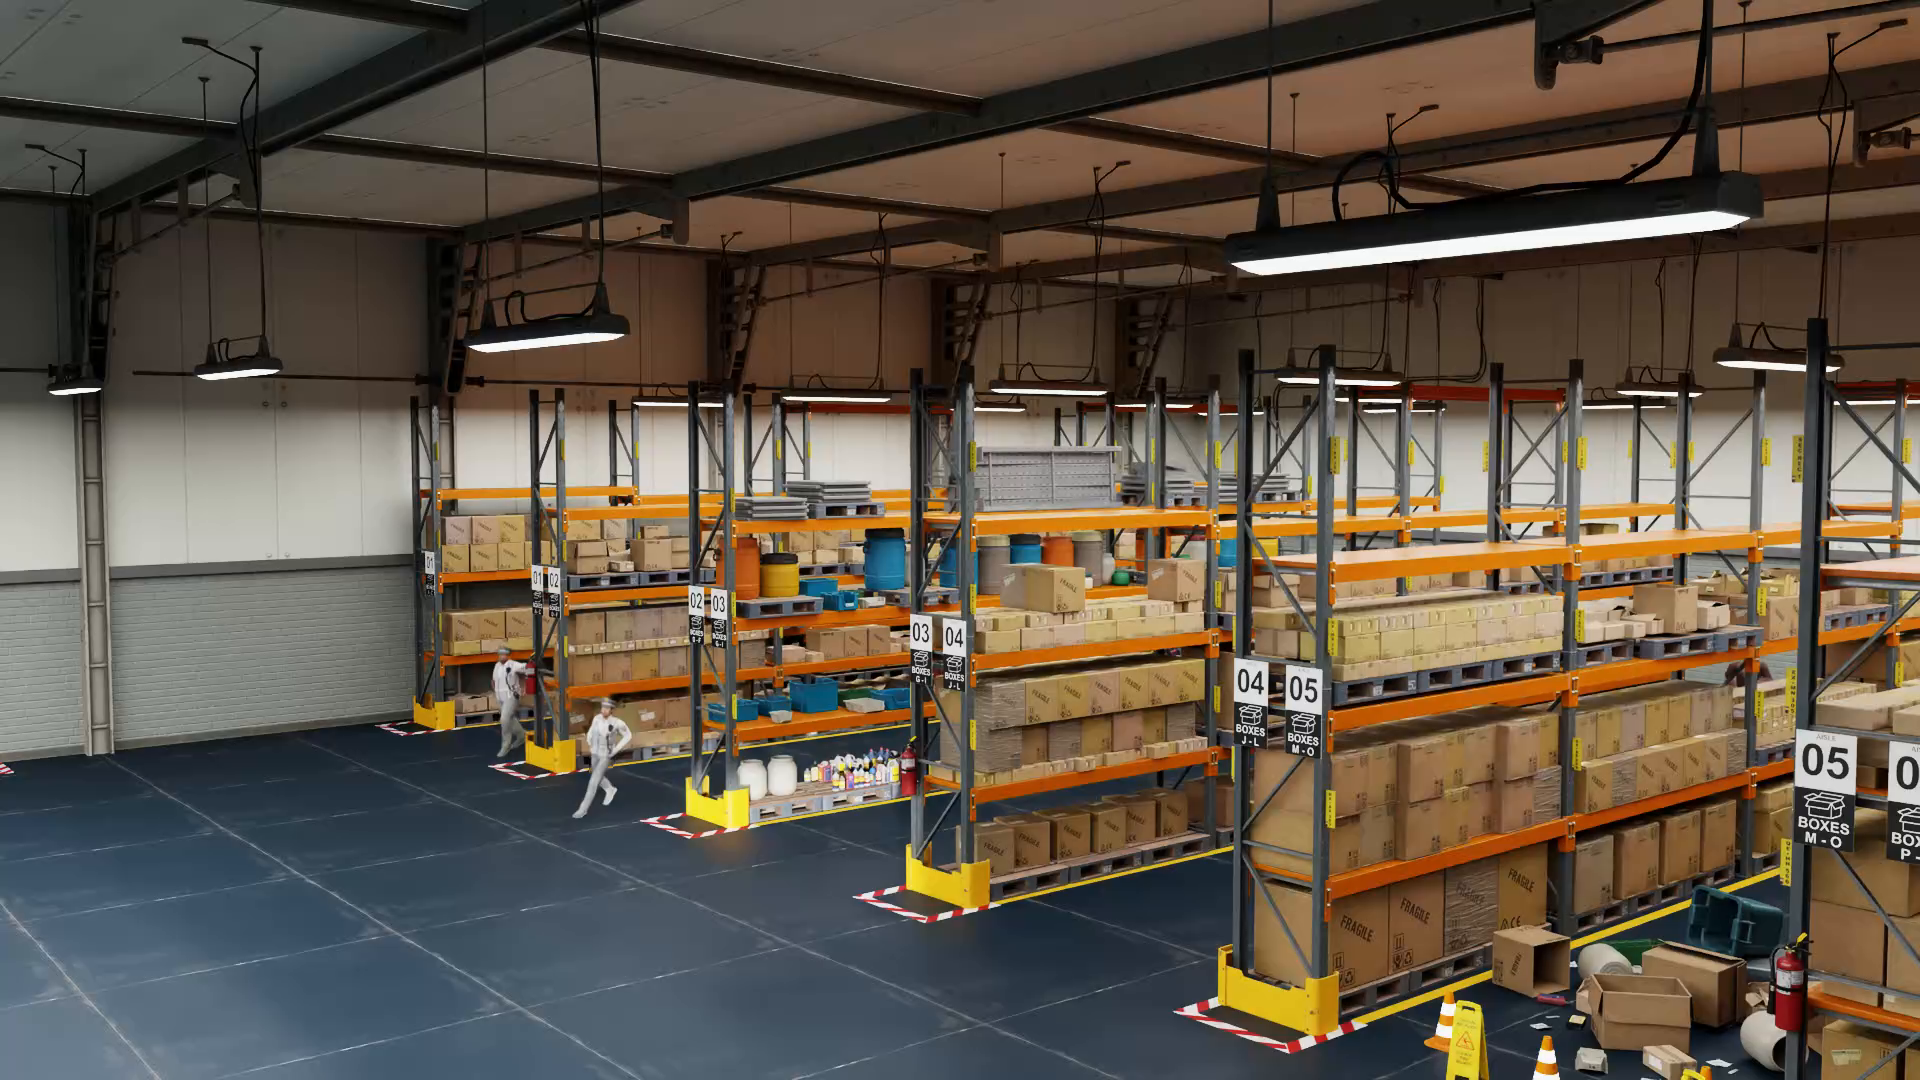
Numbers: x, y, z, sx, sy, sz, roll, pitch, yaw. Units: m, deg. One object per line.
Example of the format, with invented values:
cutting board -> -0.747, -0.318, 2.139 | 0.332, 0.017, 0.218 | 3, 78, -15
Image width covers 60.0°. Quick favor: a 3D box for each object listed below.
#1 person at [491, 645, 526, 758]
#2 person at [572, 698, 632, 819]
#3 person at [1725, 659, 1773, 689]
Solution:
person -> -7.470, 2.651, 27.611 | 0.729, 1.846, 0.850 | 2, 4, 32
person -> -4.880, 2.982, 23.028 | 0.636, 1.660, 0.893 | 2, 4, 28
person -> 13.087, 2.673, 27.605 | 0.705, 1.827, 0.793 | 1, 4, 23
